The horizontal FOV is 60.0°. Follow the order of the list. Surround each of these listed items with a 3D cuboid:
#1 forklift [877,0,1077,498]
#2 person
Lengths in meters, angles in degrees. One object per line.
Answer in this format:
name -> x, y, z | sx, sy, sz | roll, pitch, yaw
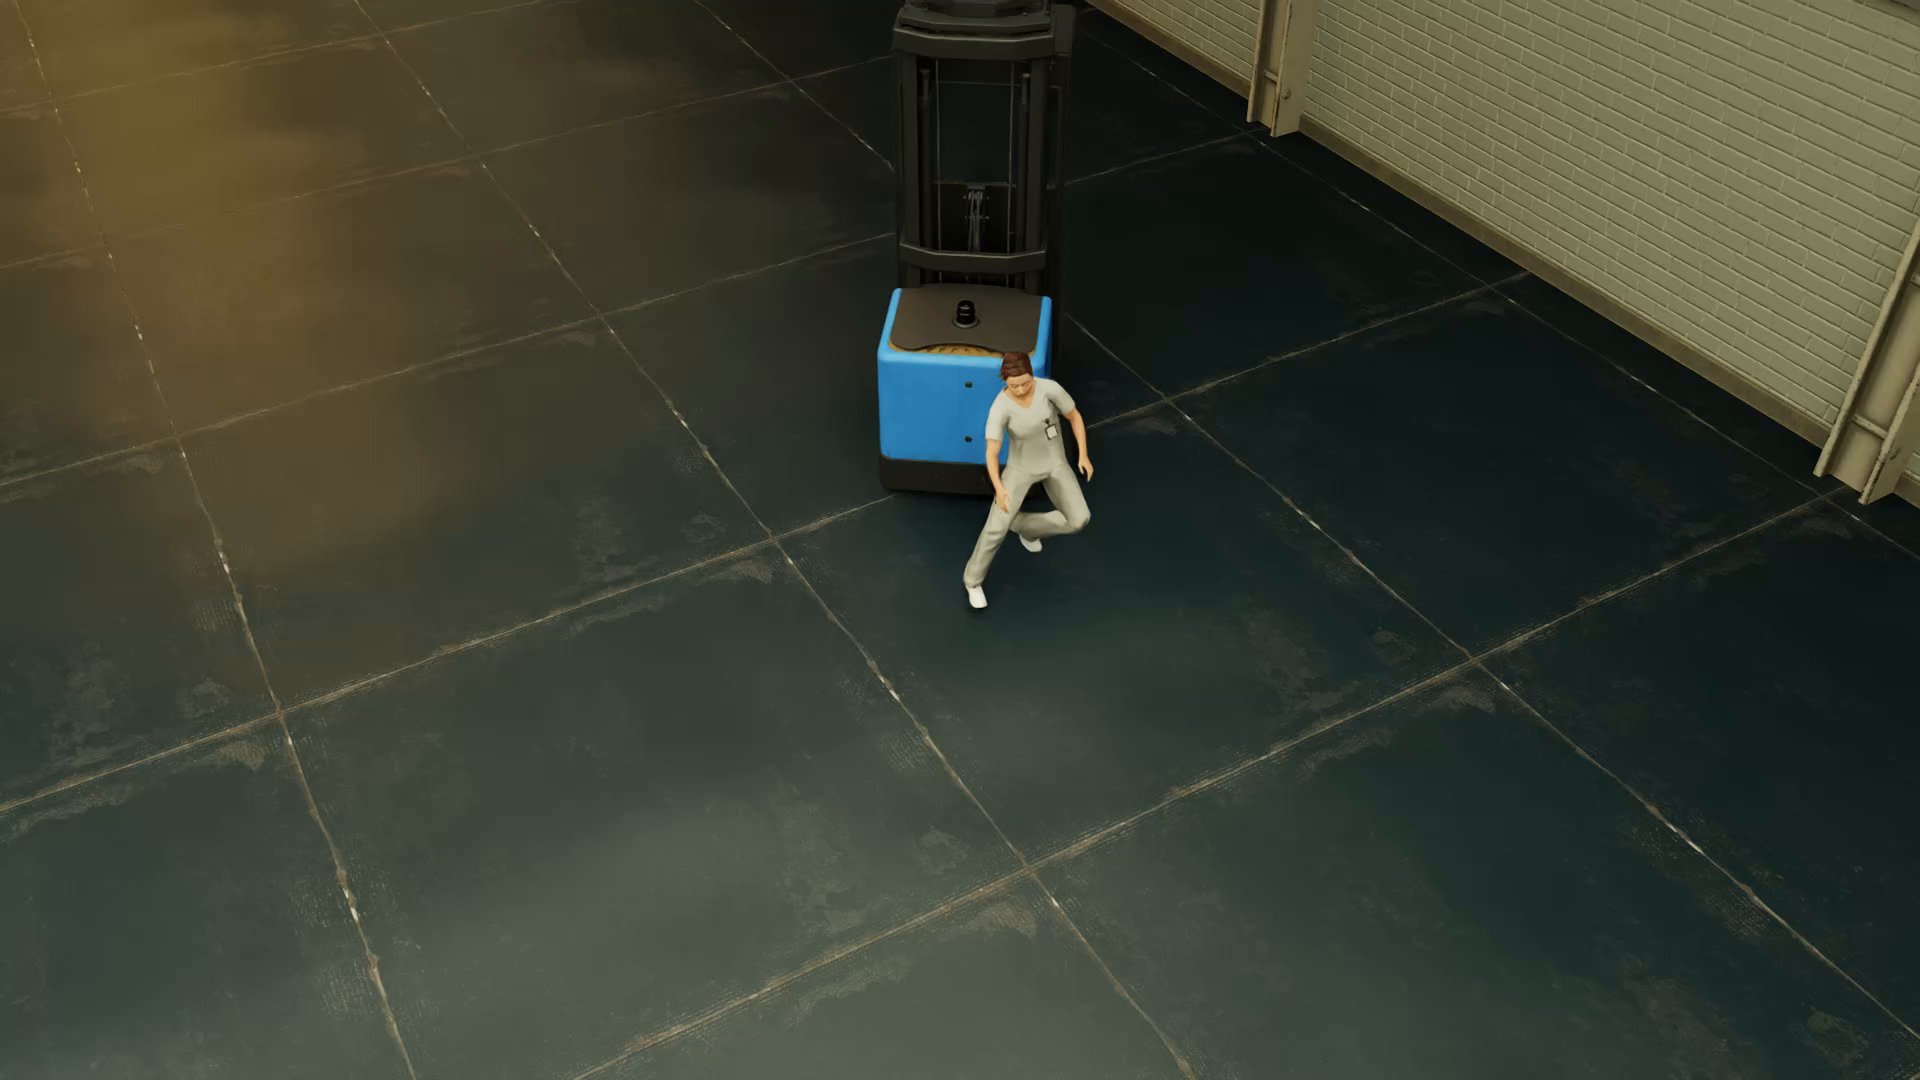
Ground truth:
forklift -> 0.151, -2.329, 10.844 | 1.130, 2.935, 3.031 | 4, 40, 5
person -> 0.378, -0.358, 9.581 | 0.756, 1.507, 0.713 | -6, 40, -8
